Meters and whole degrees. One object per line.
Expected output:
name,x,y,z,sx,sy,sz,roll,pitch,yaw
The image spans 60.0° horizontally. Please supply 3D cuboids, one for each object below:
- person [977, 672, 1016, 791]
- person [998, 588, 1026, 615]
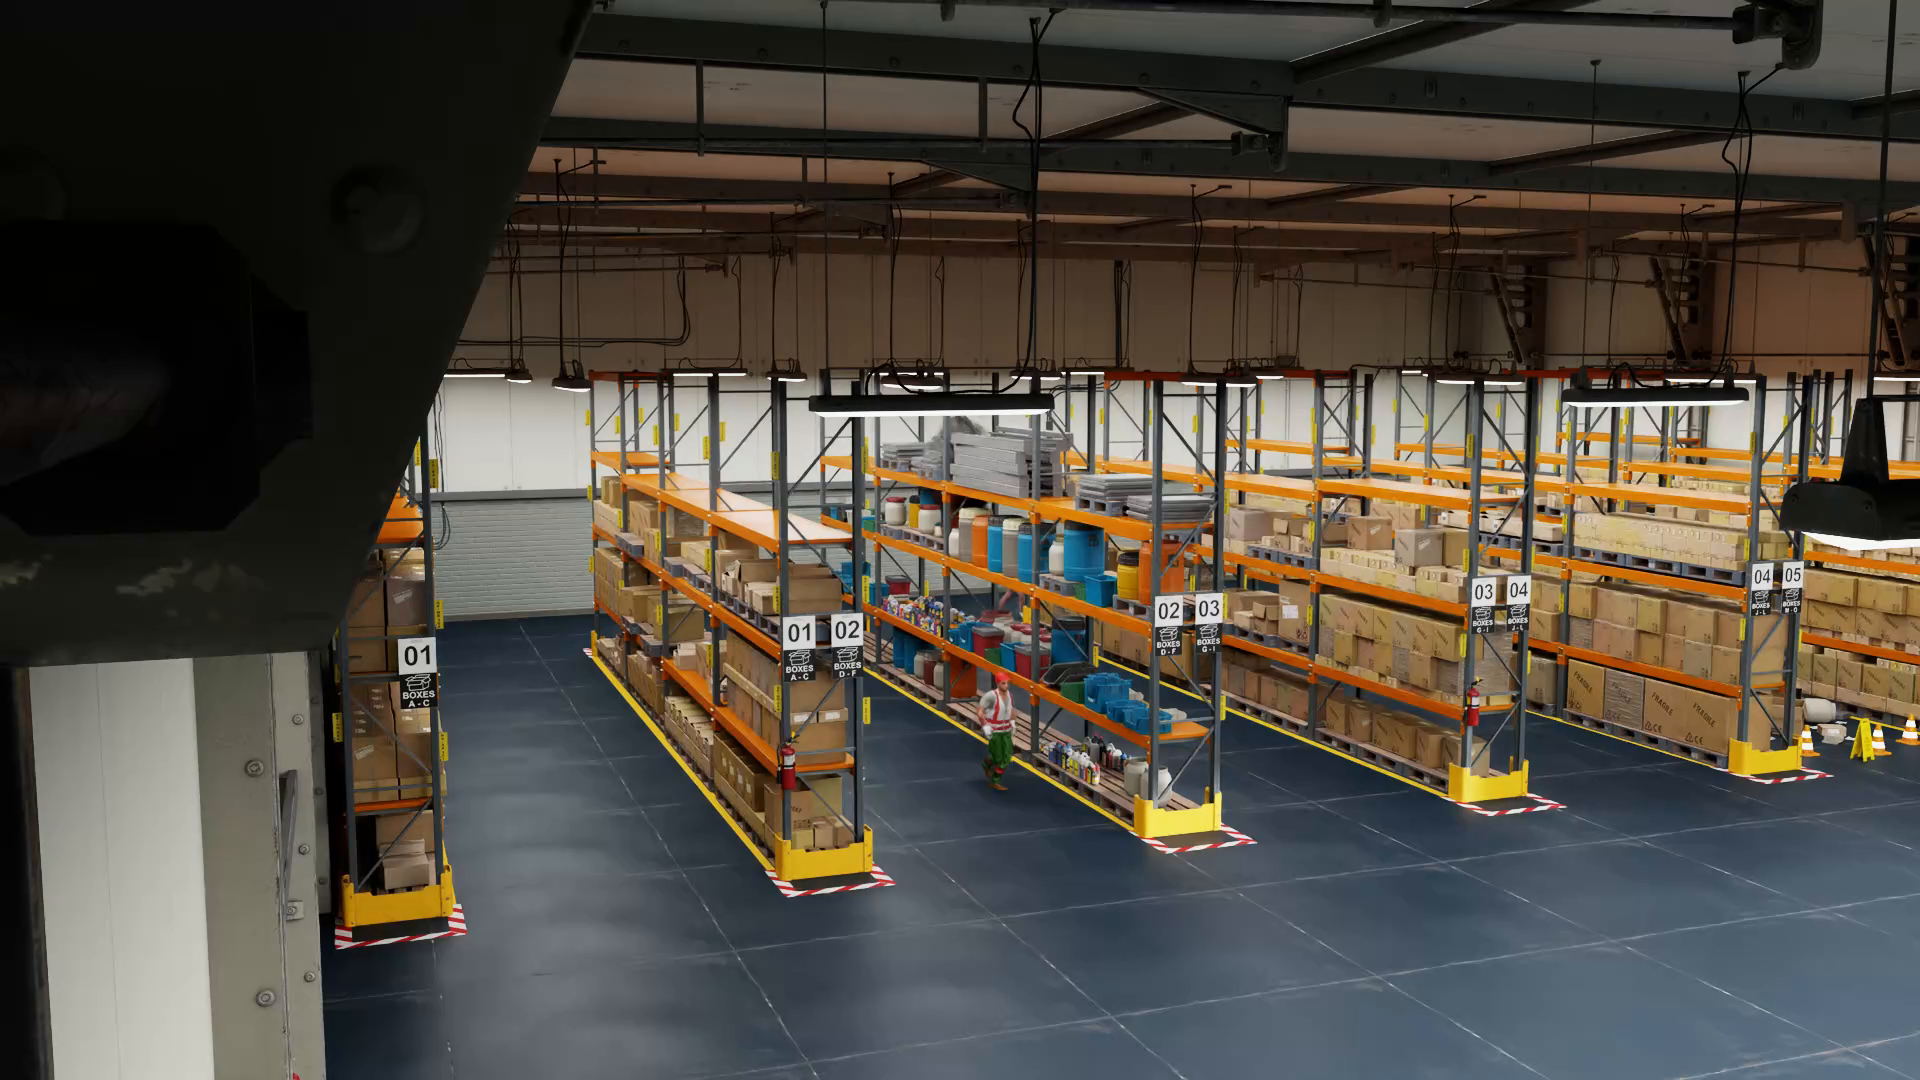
person,0.509,2.769,24.271,0.697,1.747,0.628,-4,7,-32
person,1.282,1.041,40.176,0.978,1.582,0.578,2,7,20
